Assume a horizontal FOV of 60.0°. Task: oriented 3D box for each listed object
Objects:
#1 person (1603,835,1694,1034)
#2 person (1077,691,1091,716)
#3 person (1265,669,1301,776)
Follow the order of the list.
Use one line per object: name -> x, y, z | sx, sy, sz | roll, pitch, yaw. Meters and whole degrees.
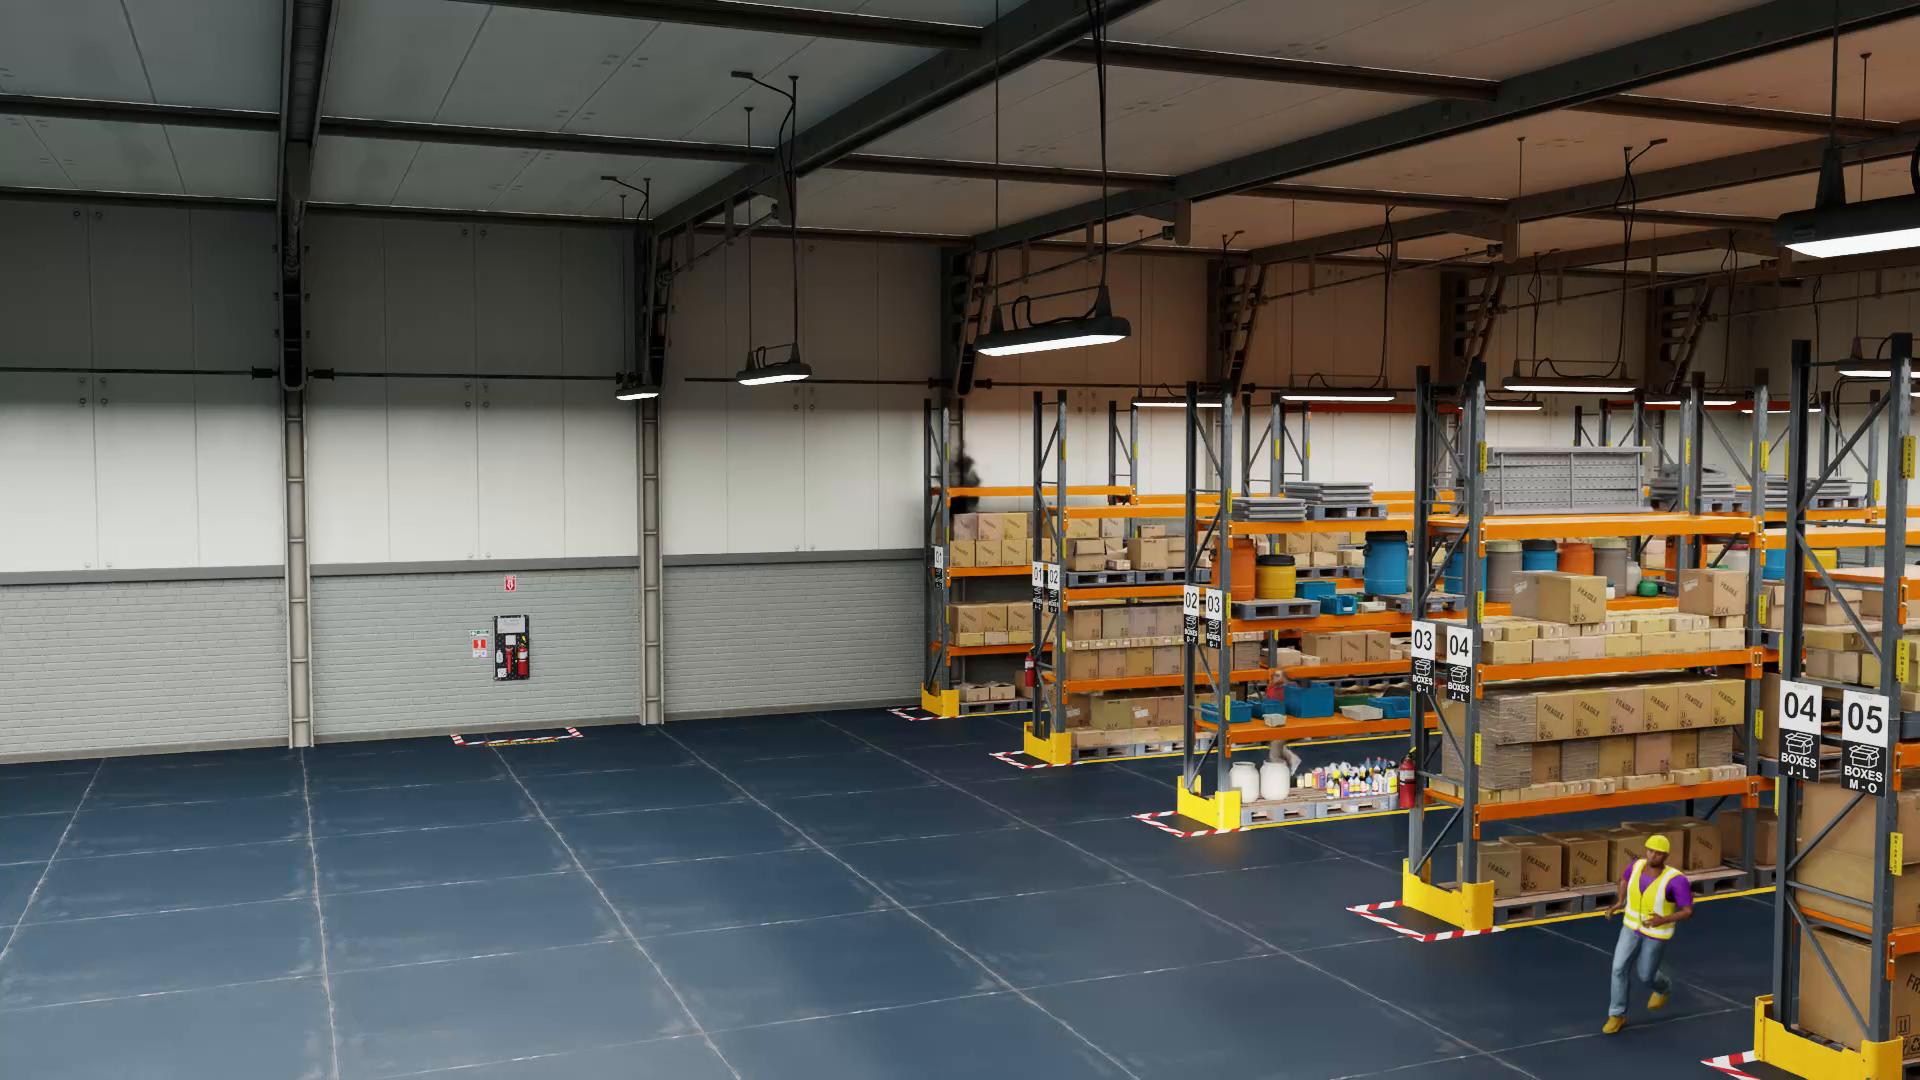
person -> 6.085, 3.447, 14.638 | 0.872, 1.765, 0.738 | -3, 4, -38
person -> 2.205, 2.580, 29.540 | 0.880, 1.643, 0.578 | -3, 4, -39
person -> 4.809, 2.793, 25.097 | 1.010, 1.699, 0.665 | -2, 4, -31
